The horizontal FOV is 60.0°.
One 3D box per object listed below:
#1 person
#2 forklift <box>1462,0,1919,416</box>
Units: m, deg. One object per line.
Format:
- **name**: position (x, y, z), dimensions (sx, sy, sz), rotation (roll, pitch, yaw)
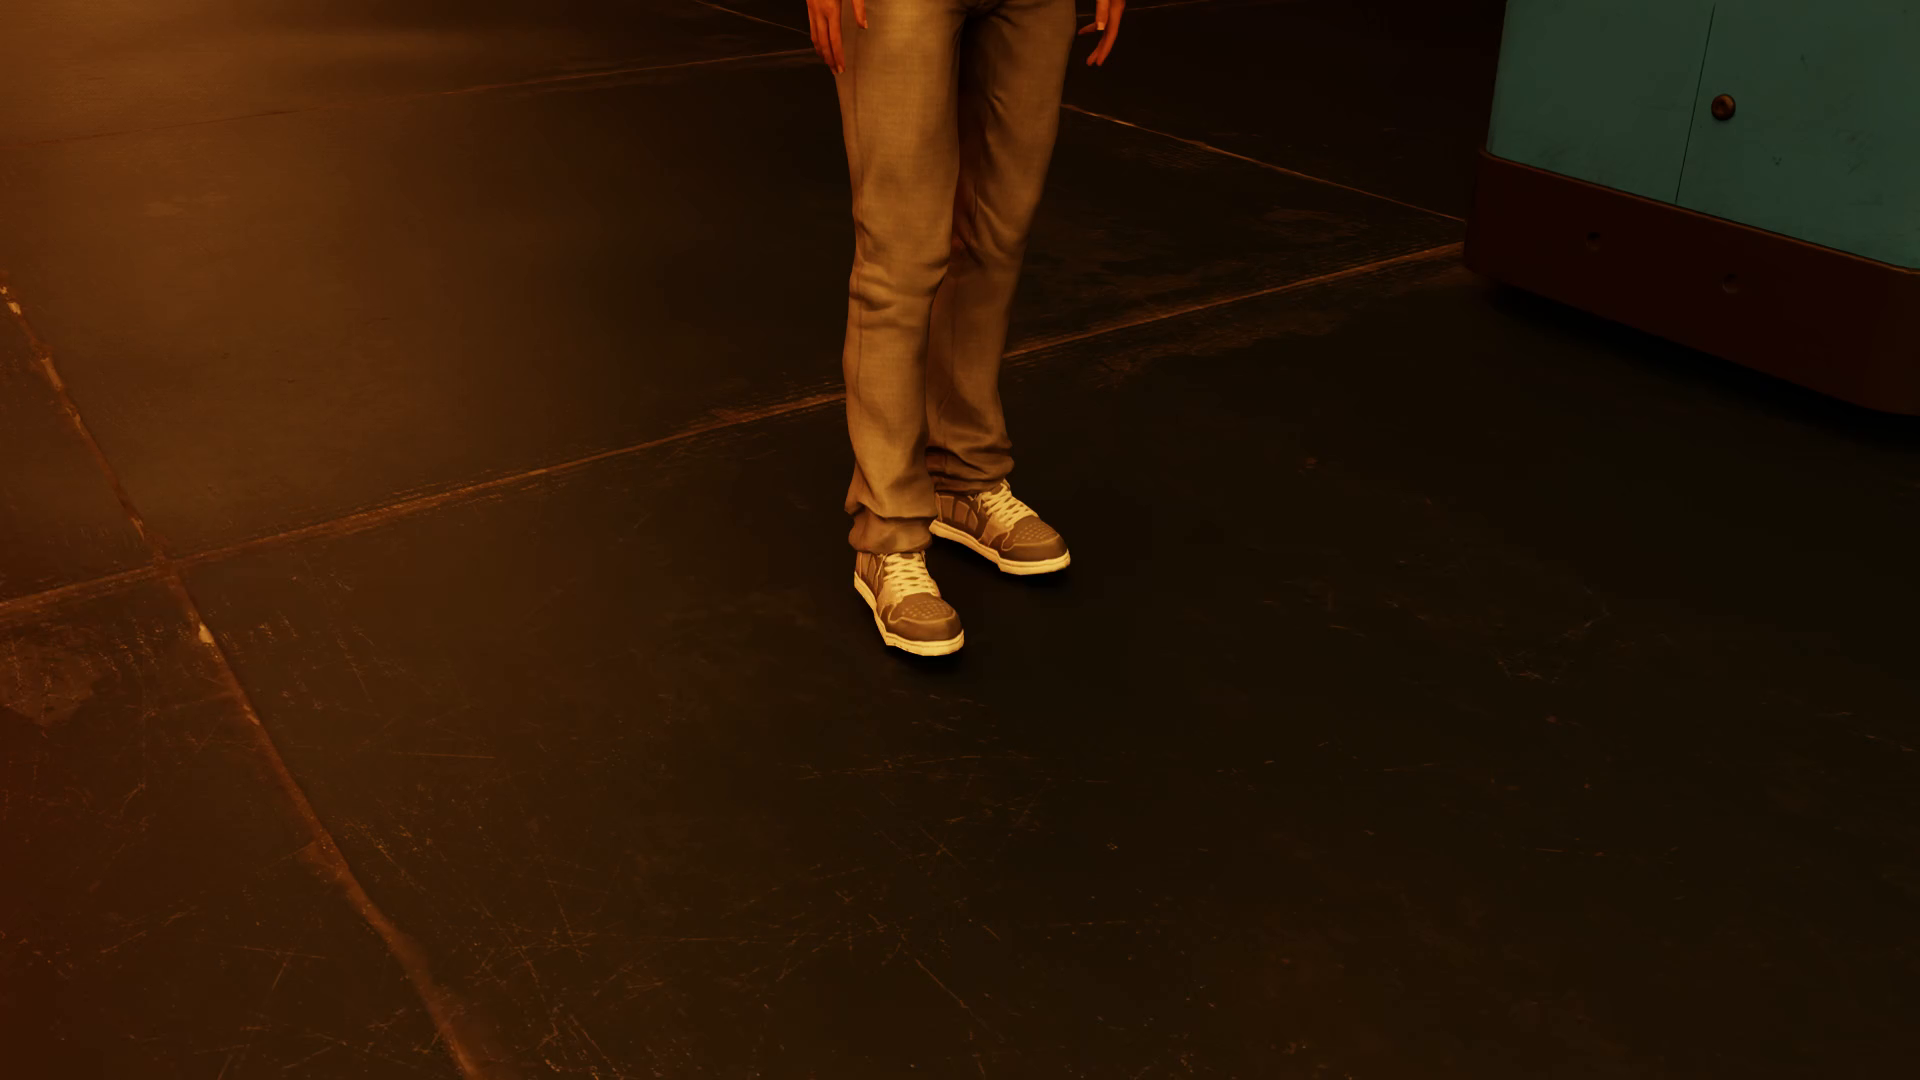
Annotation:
- **person**: position (0.031, -0.690, 2.078), dimensions (0.521, 1.596, 0.475), rotation (-17, 31, -31)
- **forklift**: position (2.584, -1.981, 3.181), dimensions (3.031, 2.935, 1.130), rotation (-15, 30, -27)
